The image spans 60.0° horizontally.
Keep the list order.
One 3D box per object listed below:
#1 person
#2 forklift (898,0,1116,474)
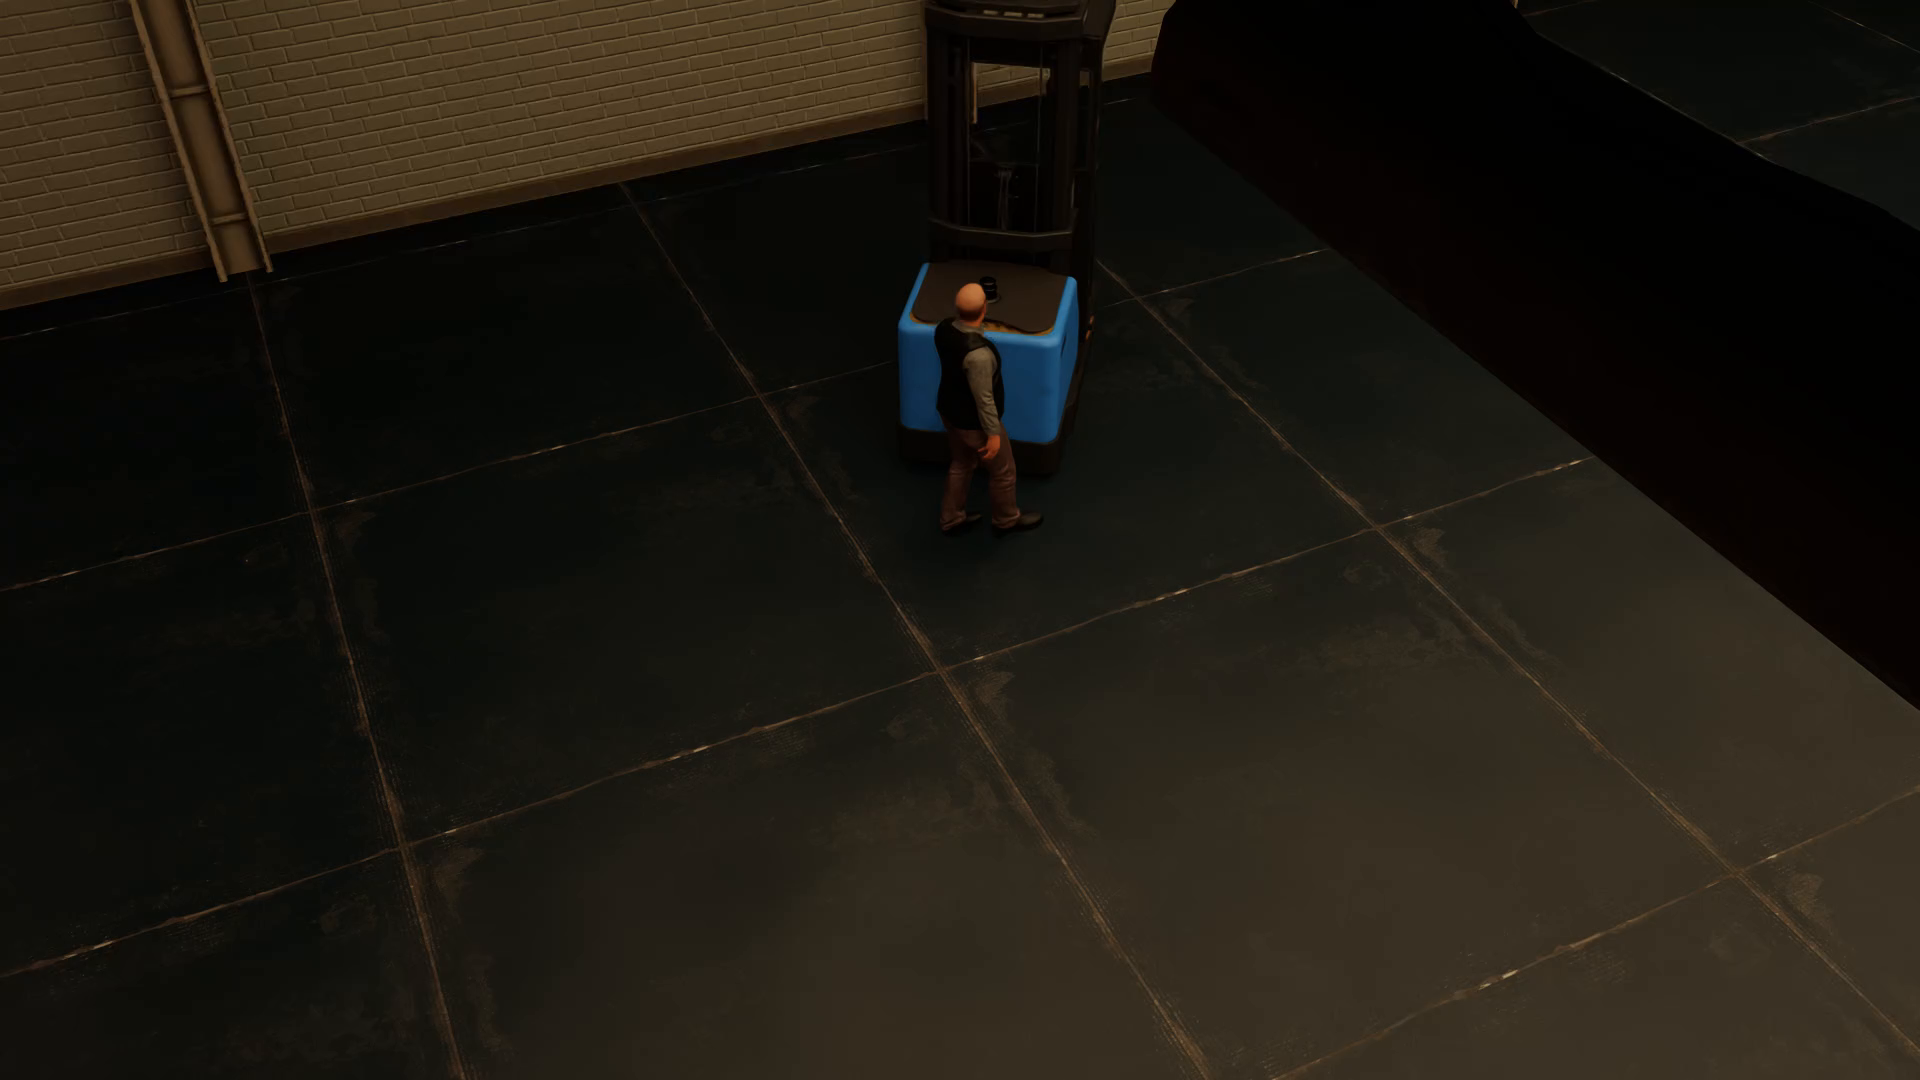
[{"bbox_3d":[0.149,-0.786,9.923,0.602,1.712,0.692,-21,44,-23],"label":"person"},{"bbox_3d":[0.384,-2.496,11.008,1.130,2.935,3.031,7,40,8],"label":"forklift"}]
